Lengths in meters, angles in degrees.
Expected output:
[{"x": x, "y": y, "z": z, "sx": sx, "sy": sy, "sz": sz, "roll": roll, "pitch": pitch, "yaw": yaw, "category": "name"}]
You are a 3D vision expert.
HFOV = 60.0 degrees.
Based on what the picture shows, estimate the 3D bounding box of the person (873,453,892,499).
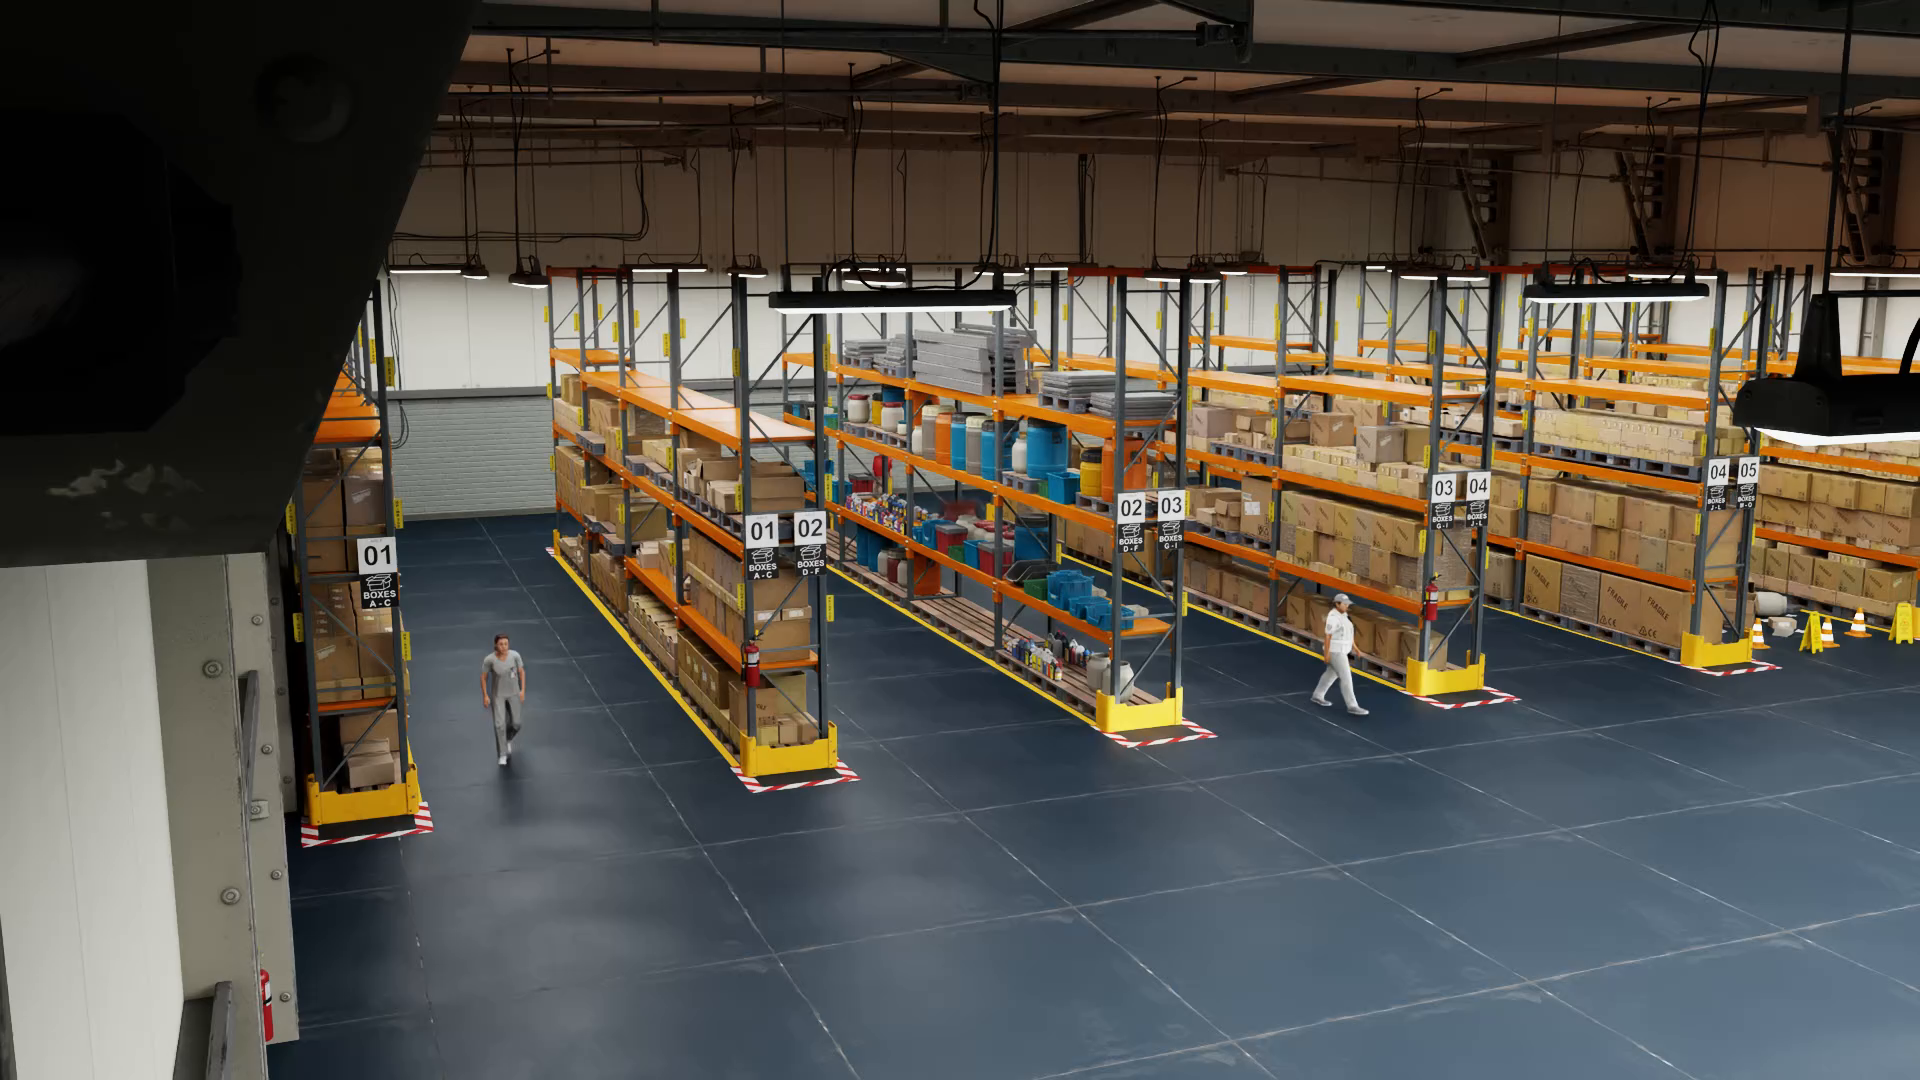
[{"x": -1.846, "y": -1.409, "z": 39.620, "sx": 0.573, "sy": 1.713, "sz": 0.543, "roll": -9, "pitch": 13, "yaw": -41, "category": "person"}]

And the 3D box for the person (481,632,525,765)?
[{"x": -5.721, "y": 1.944, "z": 20.824, "sx": 0.534, "sy": 1.652, "sz": 0.603, "roll": -4, "pitch": 11, "yaw": -23, "category": "person"}]

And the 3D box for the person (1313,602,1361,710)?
[{"x": 5.240, "y": 1.519, "z": 23.041, "sx": 0.715, "sy": 1.553, "sz": 0.493, "roll": 5, "pitch": 11, "yaw": 28, "category": "person"}]
